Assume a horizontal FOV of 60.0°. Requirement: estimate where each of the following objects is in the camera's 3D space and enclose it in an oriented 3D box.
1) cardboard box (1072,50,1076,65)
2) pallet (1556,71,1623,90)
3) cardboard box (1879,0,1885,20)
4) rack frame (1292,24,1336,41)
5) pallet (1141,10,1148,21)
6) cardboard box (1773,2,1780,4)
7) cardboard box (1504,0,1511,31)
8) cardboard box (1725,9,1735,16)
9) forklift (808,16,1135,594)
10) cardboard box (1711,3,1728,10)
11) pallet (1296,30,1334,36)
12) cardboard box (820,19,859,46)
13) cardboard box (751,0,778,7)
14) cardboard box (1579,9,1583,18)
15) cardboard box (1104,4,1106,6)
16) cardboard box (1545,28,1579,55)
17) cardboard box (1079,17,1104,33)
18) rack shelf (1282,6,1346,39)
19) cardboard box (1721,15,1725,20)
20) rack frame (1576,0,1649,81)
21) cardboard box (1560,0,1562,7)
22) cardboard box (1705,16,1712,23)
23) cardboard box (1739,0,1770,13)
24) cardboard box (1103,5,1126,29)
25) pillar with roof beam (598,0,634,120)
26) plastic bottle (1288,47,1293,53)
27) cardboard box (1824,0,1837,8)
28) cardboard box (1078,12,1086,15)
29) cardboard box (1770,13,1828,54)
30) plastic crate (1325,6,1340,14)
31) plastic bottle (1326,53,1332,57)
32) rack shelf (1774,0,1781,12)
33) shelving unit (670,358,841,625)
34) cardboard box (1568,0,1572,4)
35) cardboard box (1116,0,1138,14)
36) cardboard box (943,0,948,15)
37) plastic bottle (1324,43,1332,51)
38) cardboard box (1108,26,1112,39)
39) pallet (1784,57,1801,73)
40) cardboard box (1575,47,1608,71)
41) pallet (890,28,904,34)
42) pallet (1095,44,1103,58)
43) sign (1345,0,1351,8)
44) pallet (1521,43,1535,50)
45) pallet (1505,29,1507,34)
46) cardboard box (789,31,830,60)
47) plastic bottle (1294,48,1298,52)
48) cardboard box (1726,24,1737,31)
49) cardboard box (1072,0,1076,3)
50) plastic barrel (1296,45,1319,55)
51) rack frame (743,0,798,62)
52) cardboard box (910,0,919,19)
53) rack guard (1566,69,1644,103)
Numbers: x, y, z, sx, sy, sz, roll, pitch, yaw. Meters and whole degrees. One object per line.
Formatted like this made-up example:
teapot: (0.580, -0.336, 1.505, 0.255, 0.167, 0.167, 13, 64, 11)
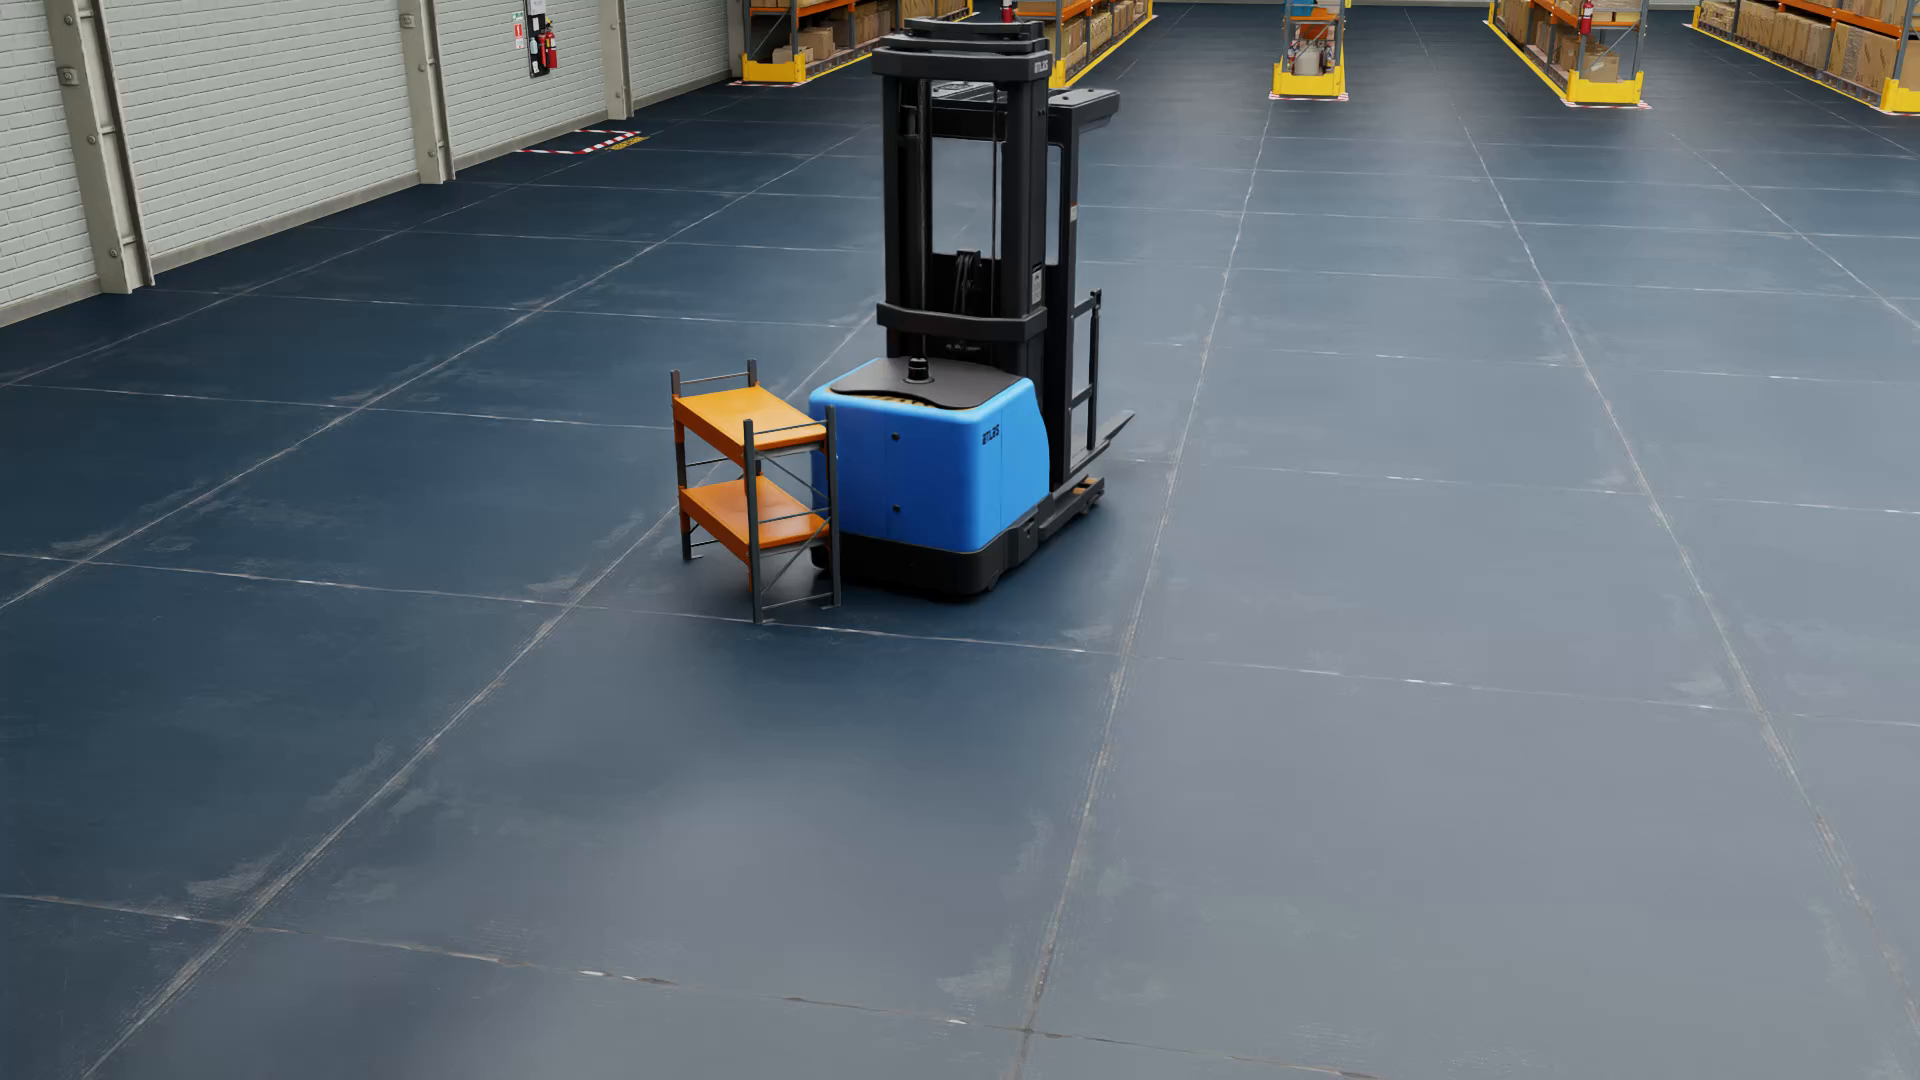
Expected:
cardboard box: (1.962, -9.312, 32.079, 0.500, 0.250, 0.500, 4, 22, 11)
pallet: (11.492, -8.382, 30.384, 1.003, 0.211, 1.213, 4, 22, 11)
cardboard box: (16.219, -9.100, 28.234, 0.875, 0.550, 0.550, 4, 22, 11)
rack frame: (7.808, -12.212, 36.160, 1.000, 3.000, 0.127, 4, 22, 11)
pallet: (4.415, -13.904, 44.094, 1.003, 0.211, 1.213, 4, 22, 11)
cardboard box: (18.286, -11.787, 36.885, 0.500, 0.250, 0.500, 6, 23, 13)
cardboard box: (13.362, -12.271, 38.589, 1.225, 0.875, 0.875, 5, 22, 11)
cardboard box: (18.183, -12.369, 39.007, 0.380, 0.149, 0.250, 4, 22, 10)
forklift: (0.252, -1.581, 9.856, 1.130, 2.935, 3.031, 10, 24, 23)
cardboard box: (18.600, -13.038, 40.670, 0.380, 0.149, 0.250, 3, 22, 8)
pallet: (8.180, -11.655, 38.510, 1.003, 0.211, 1.213, 4, 22, 11)
cardboard box: (-2.573, -10.819, 35.460, 0.700, 0.500, 0.500, 5, 23, 13)
cardboard box: (-3.617, -10.167, 31.256, 0.500, 0.250, 0.500, 5, 22, 12)
cardboard box: (10.933, -9.099, 28.767, 0.380, 0.149, 0.250, 4, 22, 11)
cardboard box: (3.232, -12.562, 39.787, 0.500, 0.500, 0.500, 5, 22, 12)
cardboard box: (12.217, -10.017, 33.467, 0.700, 0.500, 0.500, 3, 22, 6)
cardboard box: (2.784, -11.002, 35.524, 0.500, 0.311, 0.500, 5, 22, 12)
rack shelf: (6.584, -9.684, 30.846, 1.077, 0.370, 4.000, 4, 22, 11)
cardboard box: (18.322, -12.410, 39.509, 0.380, 0.149, 0.250, 5, 22, 12)
rack frame: (11.025, -8.909, 27.958, 1.000, 3.000, 0.127, 4, 22, 11)
cardboard box: (11.415, -10.015, 31.042, 0.380, 0.149, 0.250, 4, 22, 11)
cardboard box: (18.528, -12.772, 40.805, 0.380, 0.149, 0.250, 5, 22, 12)
cardboard box: (17.899, -12.015, 37.452, 0.500, 0.250, 0.500, 3, 22, 9)
cardboard box: (3.643, -12.346, 39.251, 0.500, 0.500, 0.500, 4, 22, 9)
pillar with roof beam: (-1.237, -10.624, 24.186, 9.100, 9.000, 0.400, 4, 22, 11)
plastic bottle: (6.258, -9.168, 31.560, 0.144, 0.351, 0.185, 5, 23, 13)
cardboard box: (16.521, -10.214, 31.066, 0.500, 0.500, 0.500, 4, 22, 11)
cardboard box: (2.566, -11.601, 37.012, 0.500, 0.311, 0.500, 5, 23, 13)
cardboard box: (17.280, -10.355, 33.998, 1.050, 0.750, 0.750, 4, 22, 10)
plastic crate: (6.674, -9.467, 29.697, 0.298, 0.136, 0.250, 4, 22, 11)
plastic bottle: (6.941, -9.026, 31.313, 0.097, 0.271, 0.097, 0, 22, 0)
rack shelf: (17.900, -11.817, 36.143, 1.077, 0.370, 4.000, 4, 22, 11)
shelving unit: (-1.119, -0.289, 9.065, 0.538, 1.125, 1.048, -12, 25, -28)
cardboard box: (11.406, -9.846, 29.753, 0.875, 0.500, 0.500, 4, 22, 11)
cardboard box: (4.154, -13.787, 42.825, 0.797, 0.503, 0.637, 4, 22, 11)
cardboard box: (-0.715, -13.915, 43.172, 0.700, 0.500, 0.500, 4, 22, 10)
plastic bottle: (7.143, -9.467, 32.301, 0.144, 0.351, 0.185, 4, 22, 9)
cardboard box: (3.091, -11.299, 37.013, 0.500, 0.250, 0.500, 5, 22, 12)
pallet: (17.006, -9.398, 32.907, 1.003, 0.211, 1.213, 4, 22, 11)
cardboard box: (11.403, -8.620, 30.025, 0.500, 0.500, 0.500, 7, 23, 16)
pallet: (-1.656, -11.956, 39.258, 1.003, 0.211, 1.213, 4, 22, 11)
pallet: (2.503, -10.555, 35.778, 1.003, 0.211, 1.213, 4, 22, 11)
sign: (6.714, -9.371, 28.736, 0.100, 0.325, 0.005, 4, 22, 11)
pallet: (12.892, -10.824, 36.446, 1.003, 0.211, 1.213, 4, 22, 11)
pallet: (13.705, -12.276, 40.052, 1.003, 0.211, 1.213, 4, 22, 11)
cardboard box: (-2.978, -9.805, 32.941, 0.700, 0.500, 0.500, 3, 22, 8)
plastic bottle: (6.510, -9.362, 32.147, 0.097, 0.271, 0.097, 0, 22, 0)
cardboard box: (18.055, -11.924, 38.699, 0.380, 0.149, 0.250, 5, 22, 12)
cardboard box: (1.852, -10.635, 32.111, 0.700, 0.500, 0.500, 5, 22, 12)
plastic barrel: (6.338, -8.757, 30.349, 0.421, 0.512, 0.421, 0, 22, 0)
rack frame: (-3.523, -10.041, 30.771, 1.000, 3.000, 0.127, 4, 22, 11)
cardboard box: (-1.427, -12.744, 39.796, 0.750, 0.750, 0.750, 4, 22, 11)
rack guard: (11.040, -7.777, 28.494, 1.175, 0.500, 0.348, 4, 22, 11)
